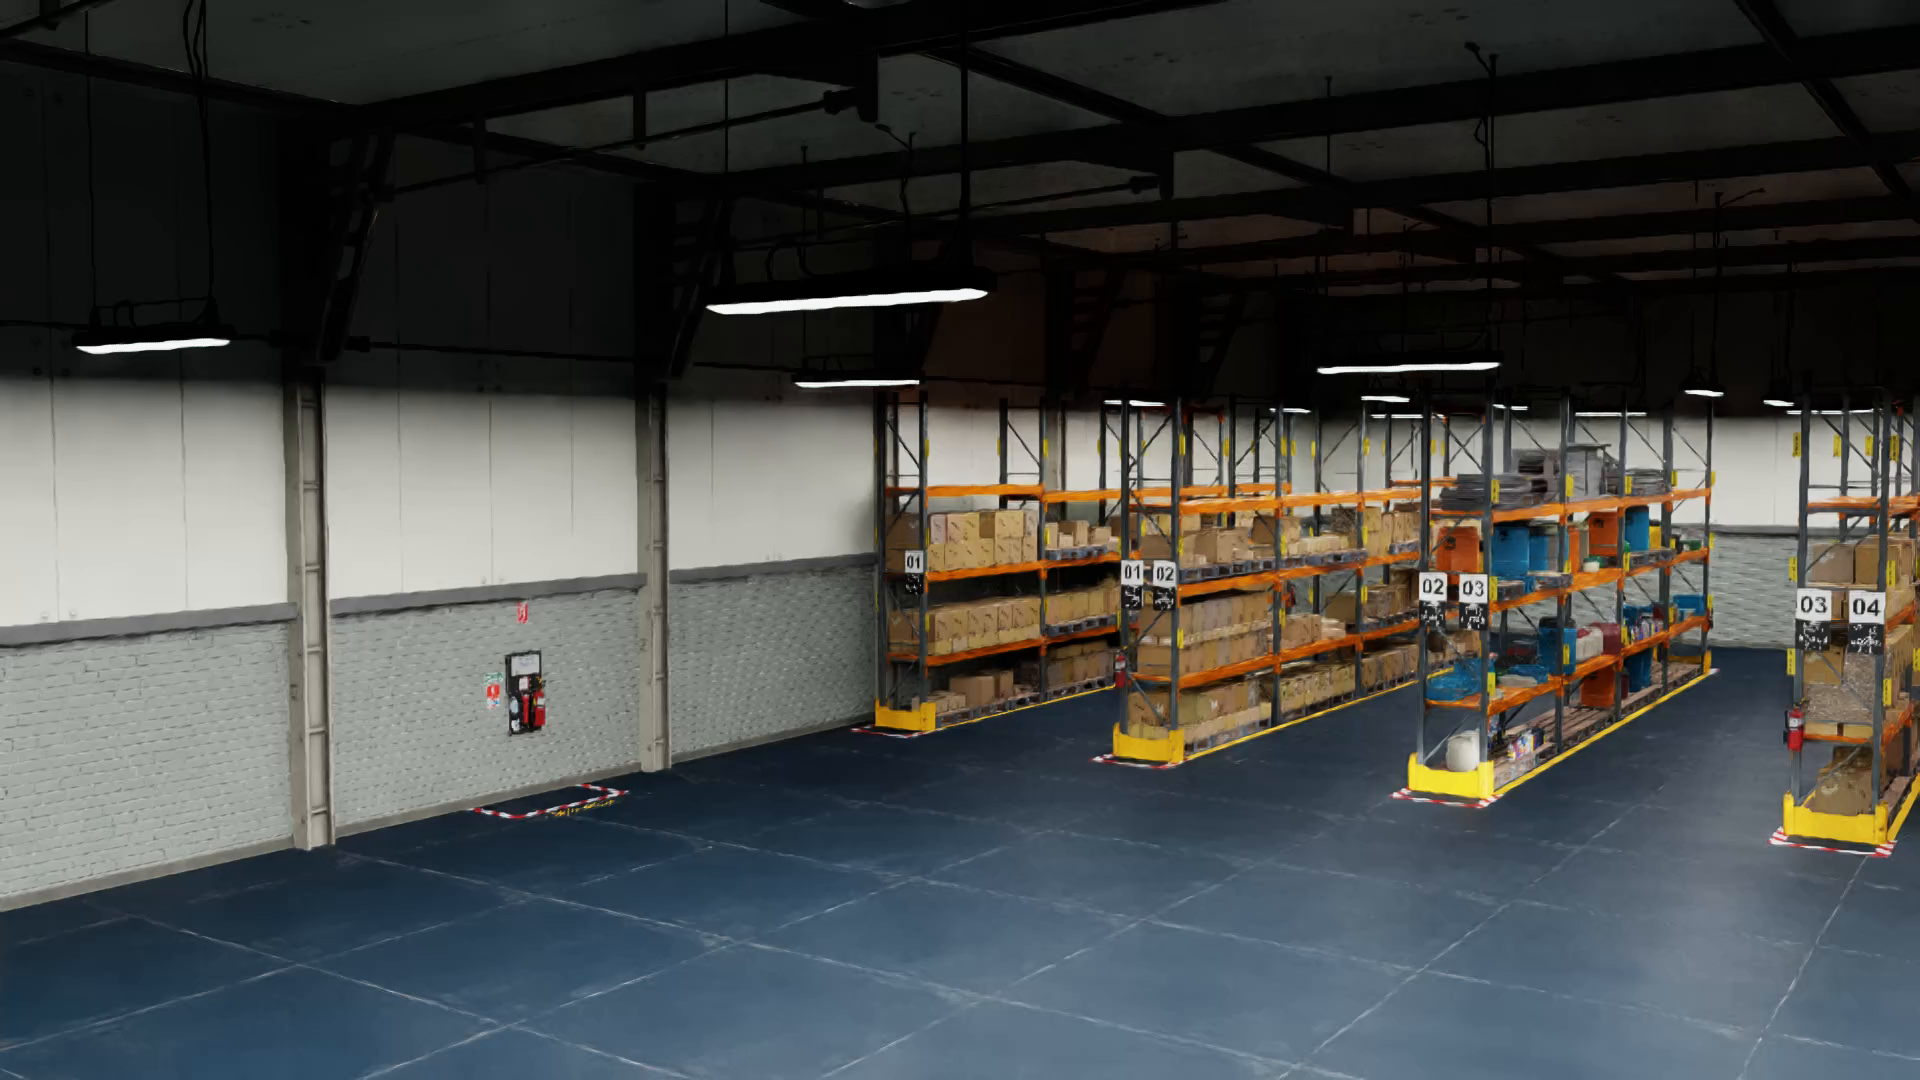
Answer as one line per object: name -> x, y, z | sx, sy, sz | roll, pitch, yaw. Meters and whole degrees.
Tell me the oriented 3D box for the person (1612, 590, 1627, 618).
person -> 15.517, 1.997, 39.016 | 0.386, 1.661, 0.563 | 0, 3, 4
